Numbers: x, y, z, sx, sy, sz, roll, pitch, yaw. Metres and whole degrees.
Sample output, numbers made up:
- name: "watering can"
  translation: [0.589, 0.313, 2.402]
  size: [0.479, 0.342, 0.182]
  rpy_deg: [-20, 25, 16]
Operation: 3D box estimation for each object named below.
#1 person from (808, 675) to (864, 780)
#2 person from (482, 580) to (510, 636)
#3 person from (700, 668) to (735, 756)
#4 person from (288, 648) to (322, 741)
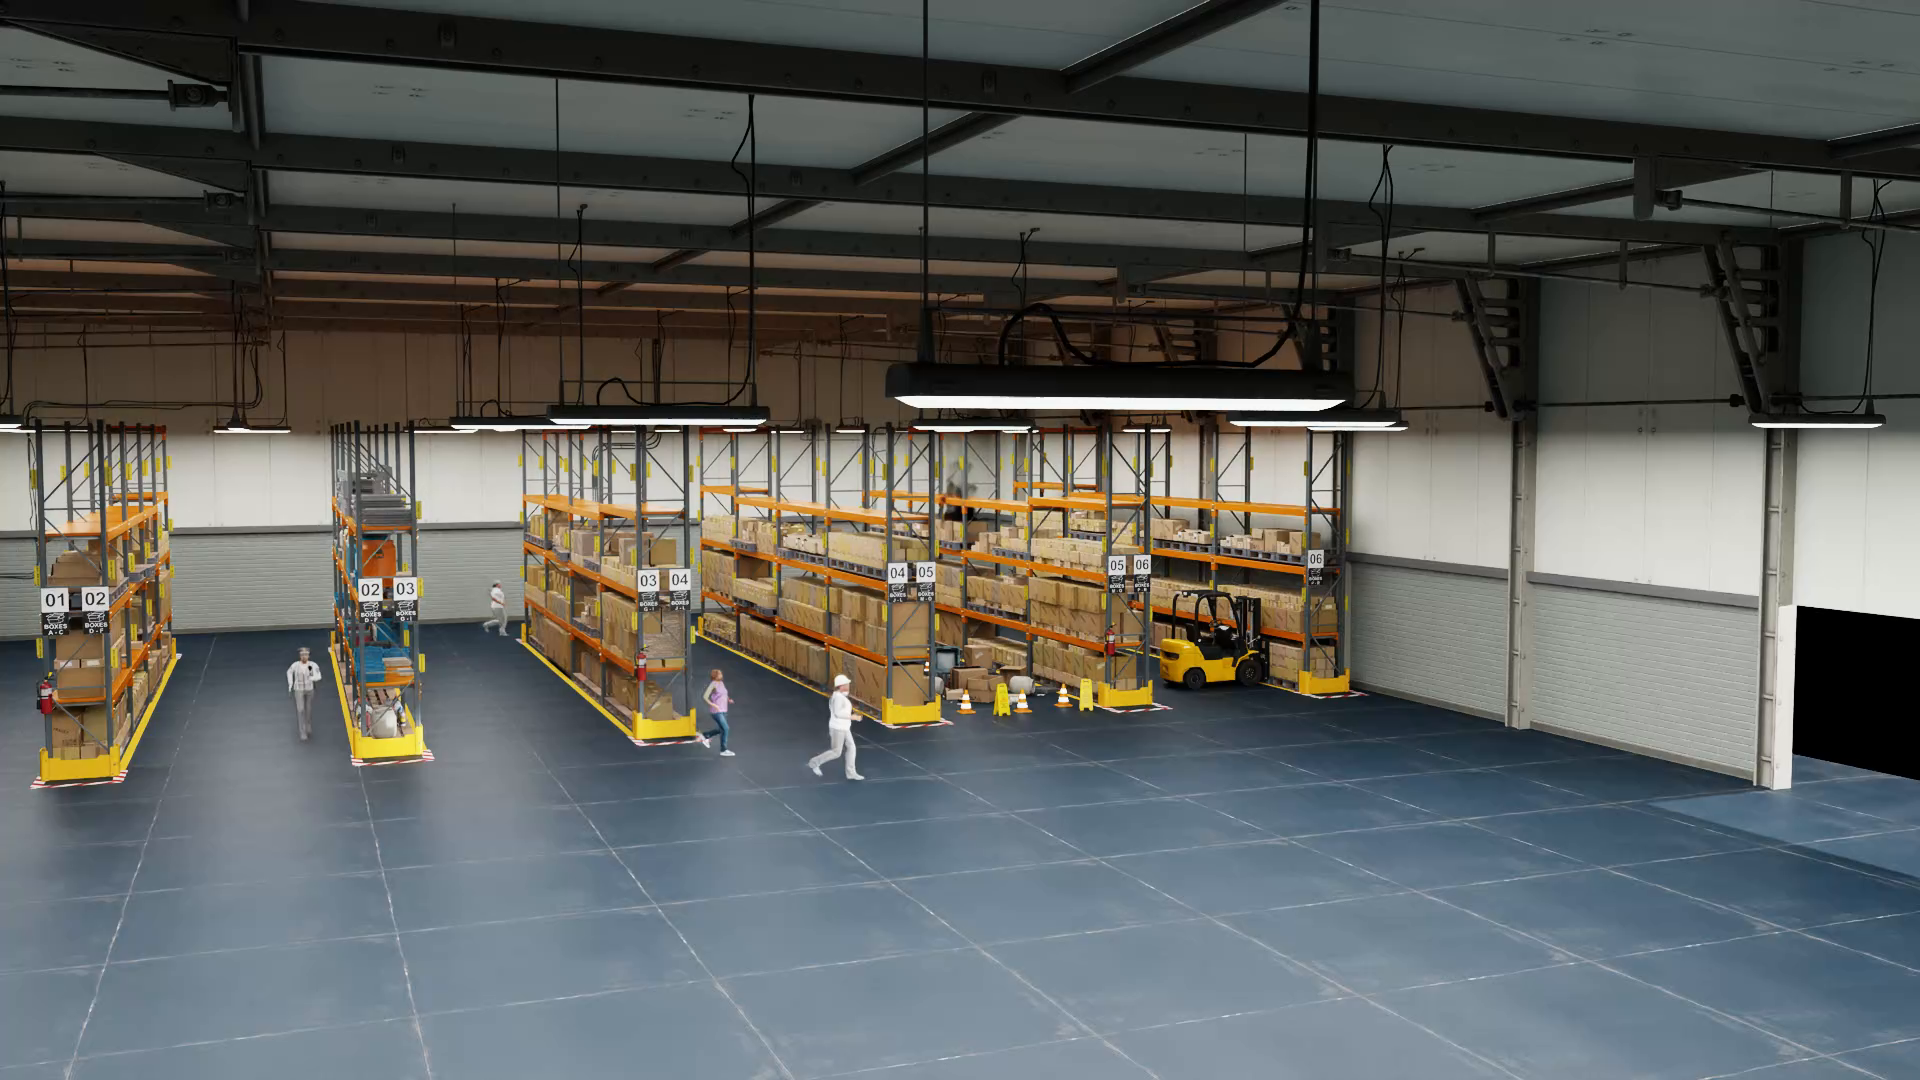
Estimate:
- name: "person"
  translation: [-2.052, 3.115, 27.586]
  size: [0.927, 1.762, 0.646]
  rpy_deg: [0, 4, 3]
- name: "person"
  translation: [-13.247, 1.952, 47.487]
  size: [0.766, 1.648, 0.611]
  rpy_deg: [-1, 4, -12]
- name: "person"
  translation: [-4.375, 3.077, 29.811]
  size: [0.730, 1.560, 0.546]
  rpy_deg: [1, 4, 21]
- name: "person"
  translation: [-12.448, 2.893, 31.603]
  size: [0.580, 1.738, 0.850]
  rpy_deg: [-2, 4, -25]
